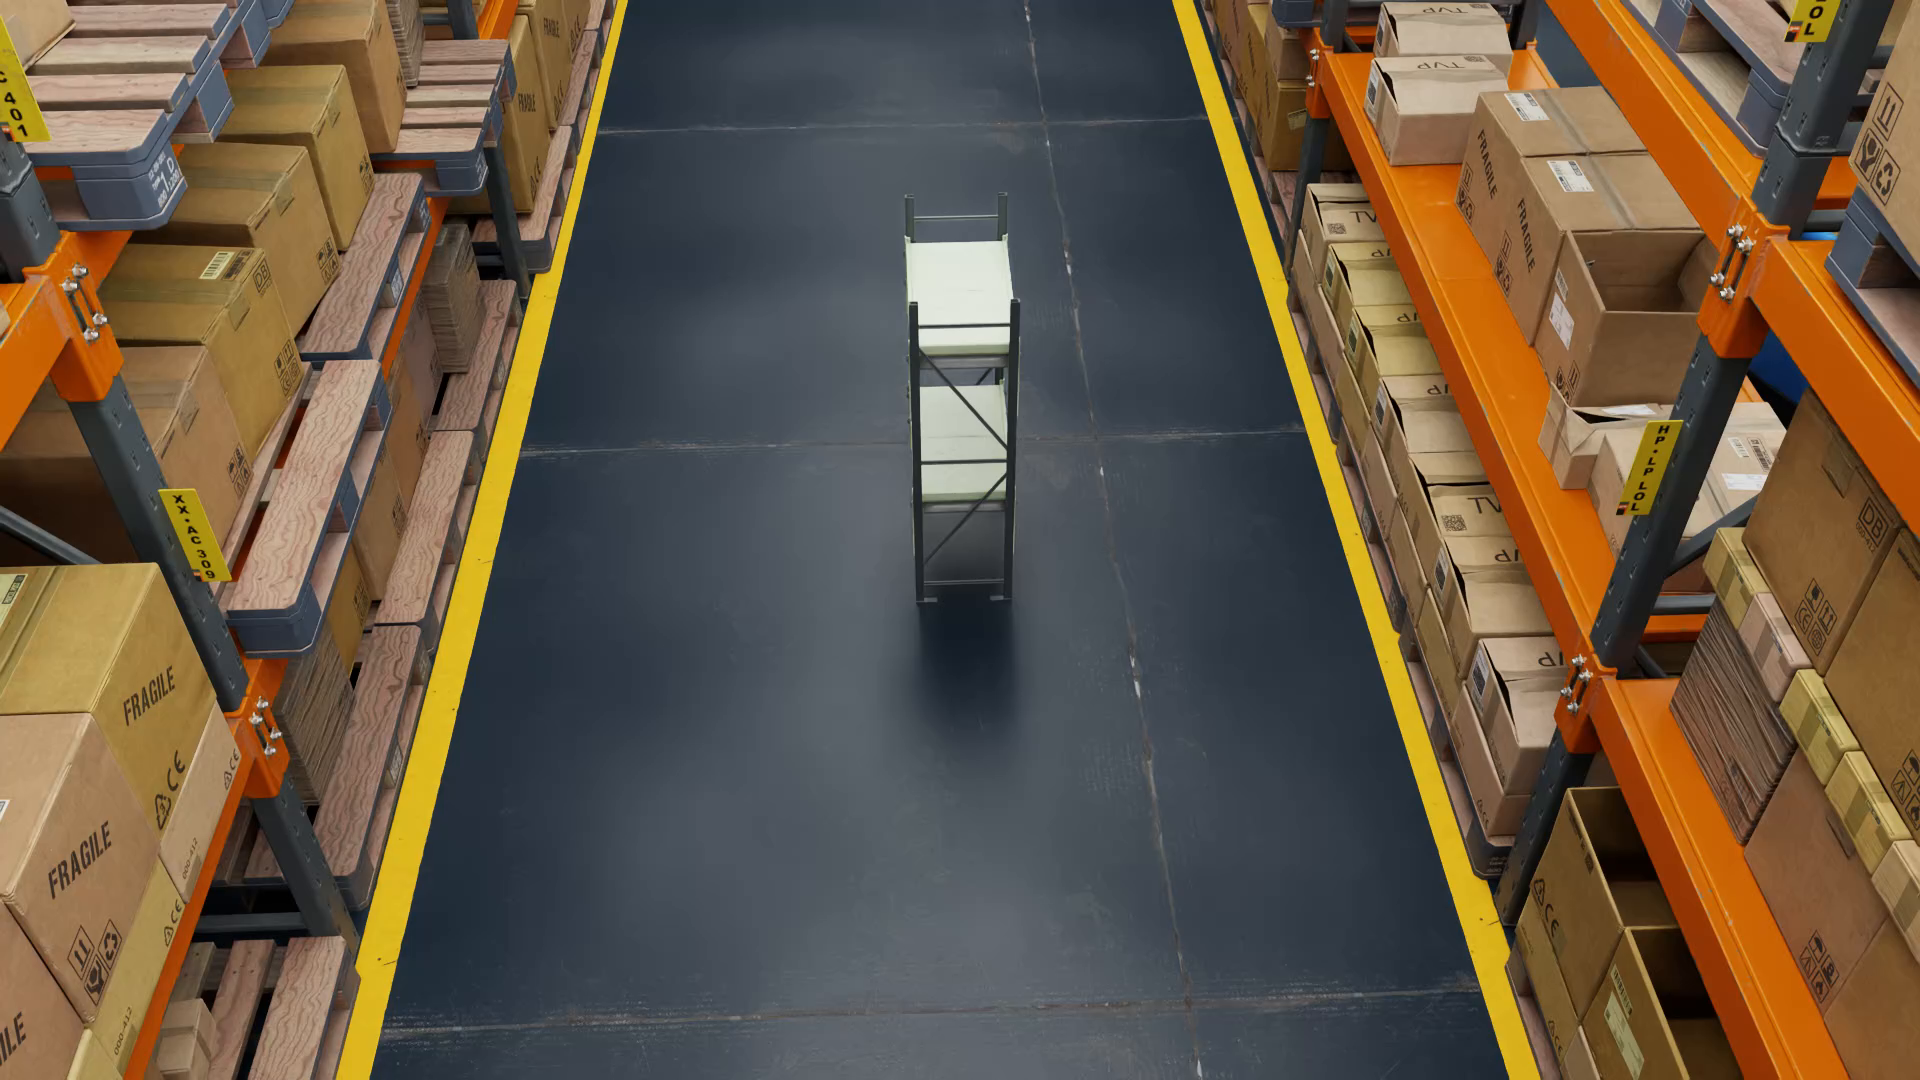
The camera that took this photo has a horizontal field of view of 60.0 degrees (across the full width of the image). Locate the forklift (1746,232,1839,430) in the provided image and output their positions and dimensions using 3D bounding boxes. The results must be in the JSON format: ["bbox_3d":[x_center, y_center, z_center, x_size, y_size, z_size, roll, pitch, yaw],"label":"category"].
[{"bbox_3d":[5.130,-1.863,7.114,3.031,2.935,1.130,-18,45,-19],"label":"forklift"}]

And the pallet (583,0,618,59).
[{"bbox_3d":[-2.798,-3.524,10.938,1.003,0.211,1.213,-2,43,-2],"label":"pallet"}]

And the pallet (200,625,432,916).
[{"bbox_3d":[-2.601,0.833,6.185,1.003,0.211,1.213,-2,43,-2],"label":"pallet"}]

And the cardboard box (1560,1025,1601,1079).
[{"bbox_3d":[2.116,1.704,4.895,0.500,0.250,0.500,-2,43,-2],"label":"cardboard box"}]

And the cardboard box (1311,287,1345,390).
[{"bbox_3d":[1.964,-0.955,7.796,0.500,0.250,0.500,-3,43,-3],"label":"cardboard box"}]

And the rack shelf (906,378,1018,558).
[{"bbox_3d":[0.000,-0.308,6.959,0.431,0.370,0.720,-2,43,-2],"label":"rack shelf"}]

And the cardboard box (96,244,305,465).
[{"bbox_3d":[-2.571,-0.591,5.275,0.700,0.500,0.500,2,43,3],"label":"cardboard box"}]

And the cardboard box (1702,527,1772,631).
[{"bbox_3d":[2.201,0.097,4.371,0.380,0.149,0.250,-2,43,-2],"label":"cardboard box"}]

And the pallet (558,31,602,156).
[{"bbox_3d":[-2.743,-2.698,10.037,1.003,0.211,1.213,-2,43,-2],"label":"pallet"}]

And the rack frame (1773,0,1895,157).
[{"bbox_3d":[2.383,-2.026,2.801,1.000,3.000,0.127,-2,43,-2],"label":"rack frame"}]

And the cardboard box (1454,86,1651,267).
[{"bbox_3d":[2.300,-1.419,6.505,0.500,0.500,0.500,-4,43,-4],"label":"cardboard box"}]

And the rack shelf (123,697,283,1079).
[{"bbox_3d":[-2.482,1.946,3.440,1.077,0.370,4.000,-2,43,-2],"label":"rack shelf"}]

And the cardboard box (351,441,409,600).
[{"bbox_3d":[-2.668,-0.100,6.663,0.700,0.500,0.500,-1,43,-1],"label":"cardboard box"}]

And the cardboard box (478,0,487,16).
[{"bbox_3d":[-2.521,-2.684,8.130,0.380,0.149,0.250,-1,43,-1],"label":"cardboard box"}]

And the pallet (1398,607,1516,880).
[{"bbox_3d":[2.312,0.717,6.311,1.003,0.211,1.213,-2,43,-2],"label":"pallet"}]

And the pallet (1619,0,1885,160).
[{"bbox_3d":[2.332,-1.445,4.528,0.805,0.209,1.217,-3,43,-4],"label":"pallet"}]

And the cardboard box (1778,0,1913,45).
[{"bbox_3d":[2.366,-1.436,4.177,0.500,0.250,0.500,2,43,3],"label":"cardboard box"}]

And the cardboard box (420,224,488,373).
[{"bbox_3d":[-2.654,-1.126,7.783,0.700,0.500,0.500,-1,43,-1],"label":"cardboard box"}]

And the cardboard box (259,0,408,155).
[{"bbox_3d":[-2.656,-1.876,6.677,0.700,0.500,0.500,-5,43,-6],"label":"cardboard box"}]

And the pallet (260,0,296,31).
[{"bbox_3d":[-2.533,-1.826,4.941,1.213,0.211,1.003,-2,43,-2],"label":"pallet"}]

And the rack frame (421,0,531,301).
[{"bbox_3d":[-2.736,-2.370,7.616,1.000,3.000,0.127,-2,43,-2],"label":"rack frame"}]

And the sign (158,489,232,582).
[{"bbox_3d":[-2.025,-0.010,4.400,0.100,0.325,0.005,-2,43,-2],"label":"sign"}]

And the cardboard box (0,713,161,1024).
[{"bbox_3d":[-2.210,0.749,3.754,0.500,0.500,0.500,-2,43,-2],"label":"cardboard box"}]

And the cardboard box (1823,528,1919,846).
[{"bbox_3d":[2.430,0.311,3.657,0.700,0.500,0.500,-2,43,-2],"label":"cardboard box"}]

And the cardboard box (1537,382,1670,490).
[{"bbox_3d":[2.162,-0.353,5.515,0.396,0.266,0.258,-3,43,-3],"label":"cardboard box"}]

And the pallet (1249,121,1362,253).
[{"bbox_3d":[2.219,-1.992,9.267,1.003,0.211,1.213,-2,43,-2],"label":"pallet"}]

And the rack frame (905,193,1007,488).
[{"bbox_3d":[-0.015,-0.795,7.008,0.400,1.500,0.023,-2,43,-2],"label":"rack frame"}]

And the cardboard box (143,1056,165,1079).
[{"bbox_3d":[-2.482,1.789,4.603,0.500,0.500,0.500,-5,43,-5],"label":"cardboard box"}]

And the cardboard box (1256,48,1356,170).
[{"bbox_3d":[1.938,-2.380,9.151,0.500,0.500,0.500,0,43,0],"label":"cardboard box"}]

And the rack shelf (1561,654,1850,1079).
[{"bbox_3d":[2.468,1.801,3.598,1.077,0.370,4.000,-2,43,-2],"label":"rack shelf"}]

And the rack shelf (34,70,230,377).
[{"bbox_3d":[-2.651,-1.861,5.372,1.077,0.370,4.000,-2,43,-2],"label":"rack shelf"}]

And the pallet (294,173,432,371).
[{"bbox_3d":[-2.611,-0.964,6.224,1.003,0.211,1.213,-2,43,-2],"label":"pallet"}]

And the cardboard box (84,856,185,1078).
[{"bbox_3d":[-2.231,1.026,4.007,0.500,0.250,0.500,-1,43,-2],"label":"cardboard box"}]

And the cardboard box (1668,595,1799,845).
[{"bbox_3d":[2.408,0.448,4.467,0.700,0.500,0.500,-3,43,-3],"label":"cardboard box"}]

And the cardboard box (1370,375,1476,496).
[{"bbox_3d":[2.014,-0.455,6.835,0.500,0.311,0.500,-2,43,-2],"label":"cardboard box"}]

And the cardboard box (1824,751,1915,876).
[{"bbox_3d":[2.237,0.617,3.803,0.380,0.149,0.250,-2,43,-2],"label":"cardboard box"}]

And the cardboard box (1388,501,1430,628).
[{"bbox_3d":[2.034,0.086,6.661,0.500,0.250,0.500,-1,43,-1],"label":"cardboard box"}]

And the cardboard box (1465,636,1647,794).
[{"bbox_3d":[2.079,0.572,5.715,0.500,0.311,0.500,-2,43,-2],"label":"cardboard box"}]

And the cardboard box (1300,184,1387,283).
[{"bbox_3d":[1.942,-1.501,7.976,0.500,0.311,0.500,0,43,0],"label":"cardboard box"}]

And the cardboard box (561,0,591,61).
[{"bbox_3d":[-2.708,-3.398,10.017,0.750,0.750,0.750,0,43,0],"label":"cardboard box"}]

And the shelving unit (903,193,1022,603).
[{"bbox_3d":[0.000,-0.548,6.738,0.431,1.500,0.755,-2,43,-2],"label":"shelving unit"}]

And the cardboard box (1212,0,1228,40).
[{"bbox_3d":[1.867,-3.425,10.291,0.500,0.500,0.500,-1,43,-1],"label":"cardboard box"}]
